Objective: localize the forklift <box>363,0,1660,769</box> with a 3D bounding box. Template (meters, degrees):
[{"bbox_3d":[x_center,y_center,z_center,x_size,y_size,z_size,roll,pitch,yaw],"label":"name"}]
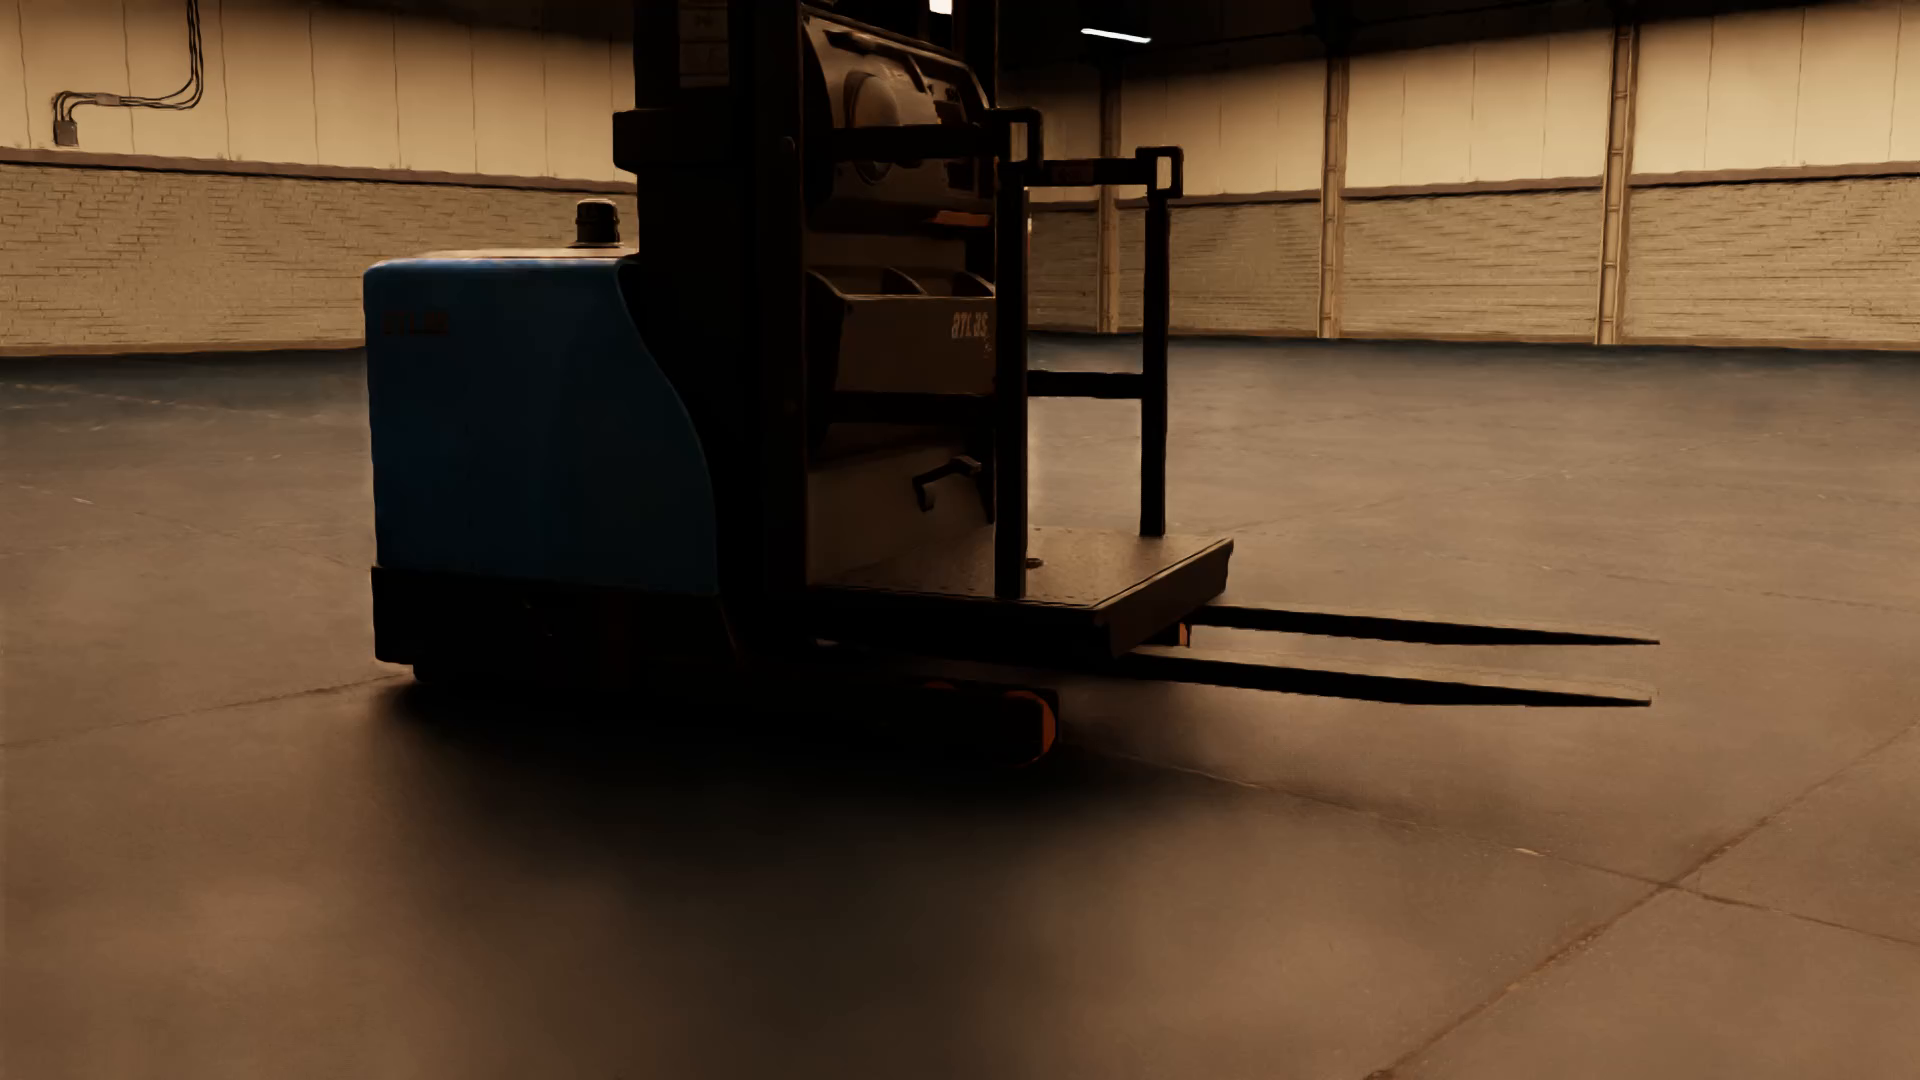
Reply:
[{"bbox_3d":[0.065,-1.056,3.886,3.031,2.935,1.130,4,9,24],"label":"forklift"}]

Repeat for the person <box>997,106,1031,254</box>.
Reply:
[{"bbox_3d":[-0.048,-0.898,6.646,0.574,1.781,0.640,8,12,43],"label":"person"}]
